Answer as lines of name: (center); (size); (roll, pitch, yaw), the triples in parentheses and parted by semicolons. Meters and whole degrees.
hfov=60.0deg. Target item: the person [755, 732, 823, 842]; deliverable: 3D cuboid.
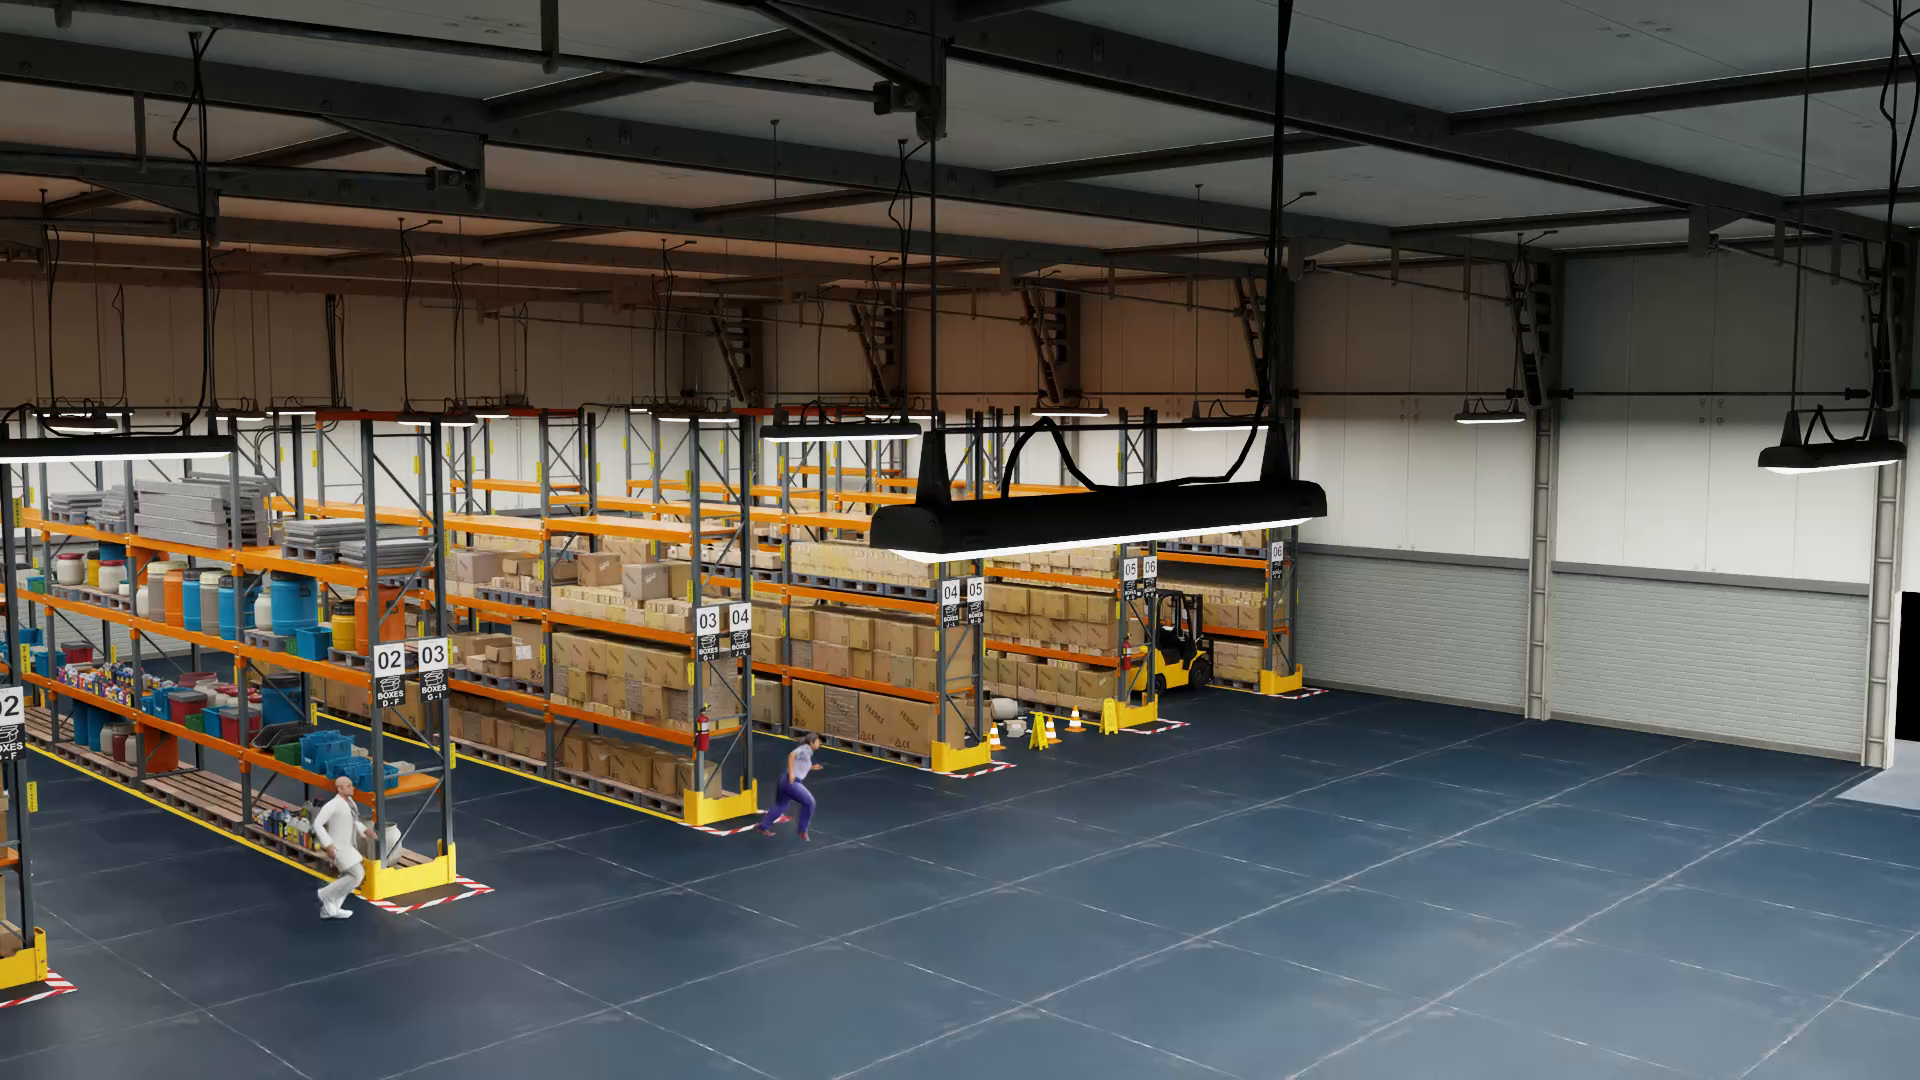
person: (-2.404, 3.523, 23.445); (0.950, 1.585, 0.652); (-1, 5, -8)

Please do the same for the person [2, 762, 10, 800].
person: (-15.115, 3.212, 26.000); (0.824, 1.626, 0.497); (5, 7, 43)

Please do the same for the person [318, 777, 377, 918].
person: (-7.369, 3.696, 19.959); (0.695, 1.728, 0.655); (0, 5, 2)
